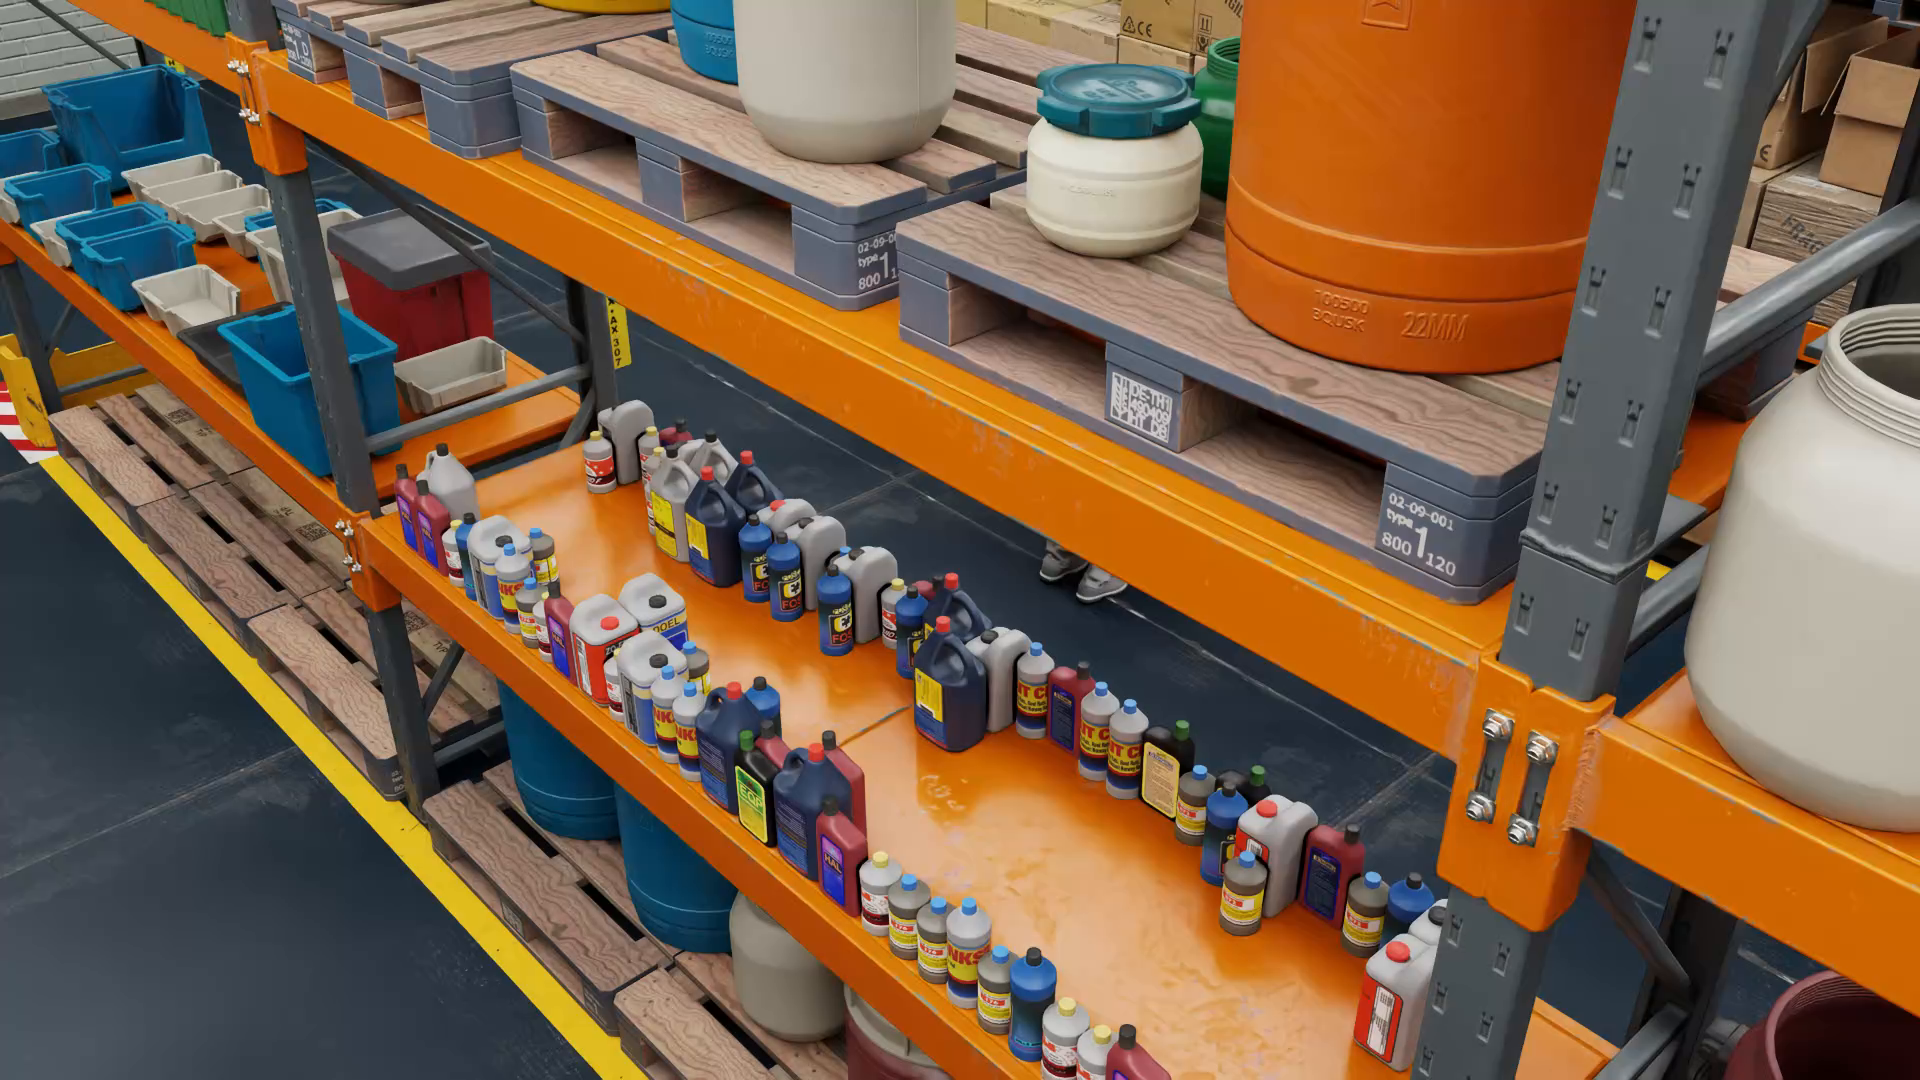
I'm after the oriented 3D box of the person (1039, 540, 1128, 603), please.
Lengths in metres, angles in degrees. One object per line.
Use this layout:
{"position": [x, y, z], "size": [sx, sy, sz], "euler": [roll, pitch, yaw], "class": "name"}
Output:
{"position": [0.591, -0.355, 7.184], "size": [0.796, 1.163, 0.520], "euler": [-26, 40, -35], "class": "person"}
